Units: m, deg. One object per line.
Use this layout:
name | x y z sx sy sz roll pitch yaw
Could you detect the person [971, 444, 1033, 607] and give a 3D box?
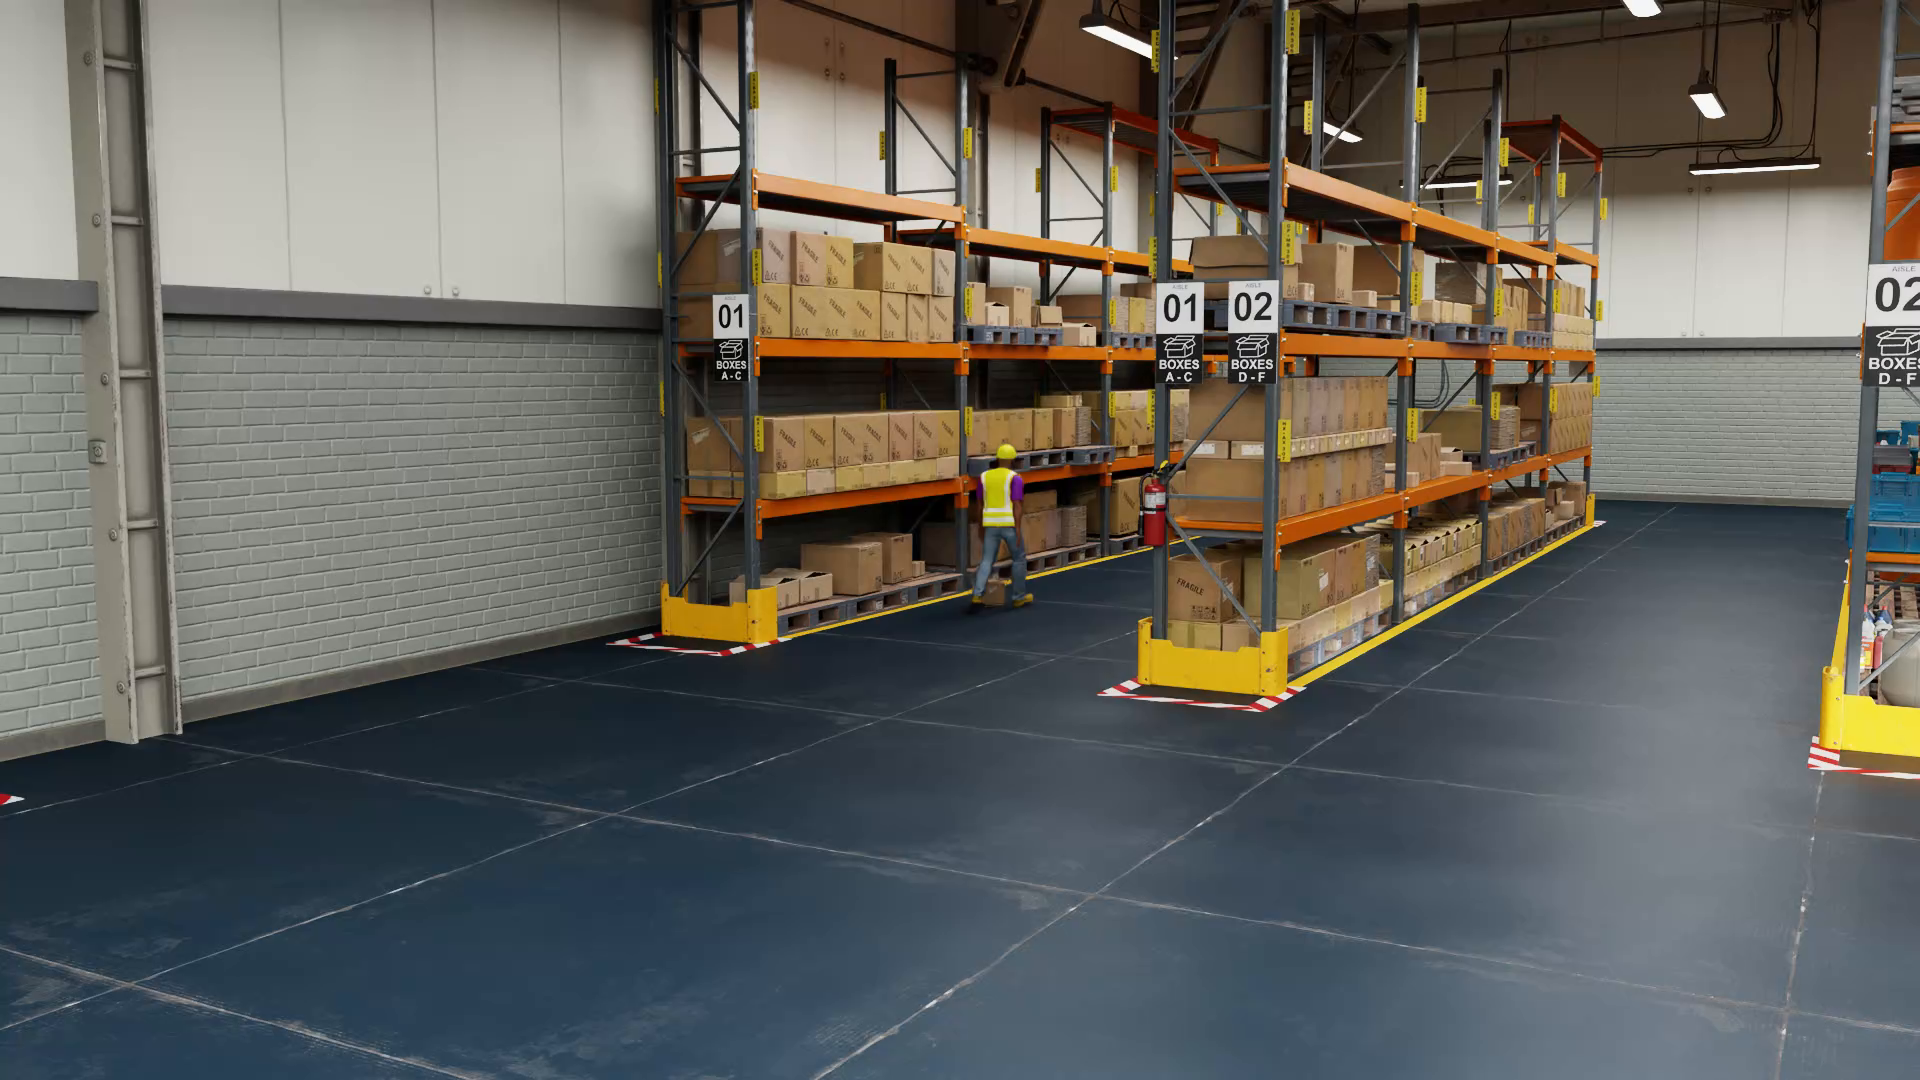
person | 0.411 -0.141 17.496 0.592 1.728 0.928 3 7 27
